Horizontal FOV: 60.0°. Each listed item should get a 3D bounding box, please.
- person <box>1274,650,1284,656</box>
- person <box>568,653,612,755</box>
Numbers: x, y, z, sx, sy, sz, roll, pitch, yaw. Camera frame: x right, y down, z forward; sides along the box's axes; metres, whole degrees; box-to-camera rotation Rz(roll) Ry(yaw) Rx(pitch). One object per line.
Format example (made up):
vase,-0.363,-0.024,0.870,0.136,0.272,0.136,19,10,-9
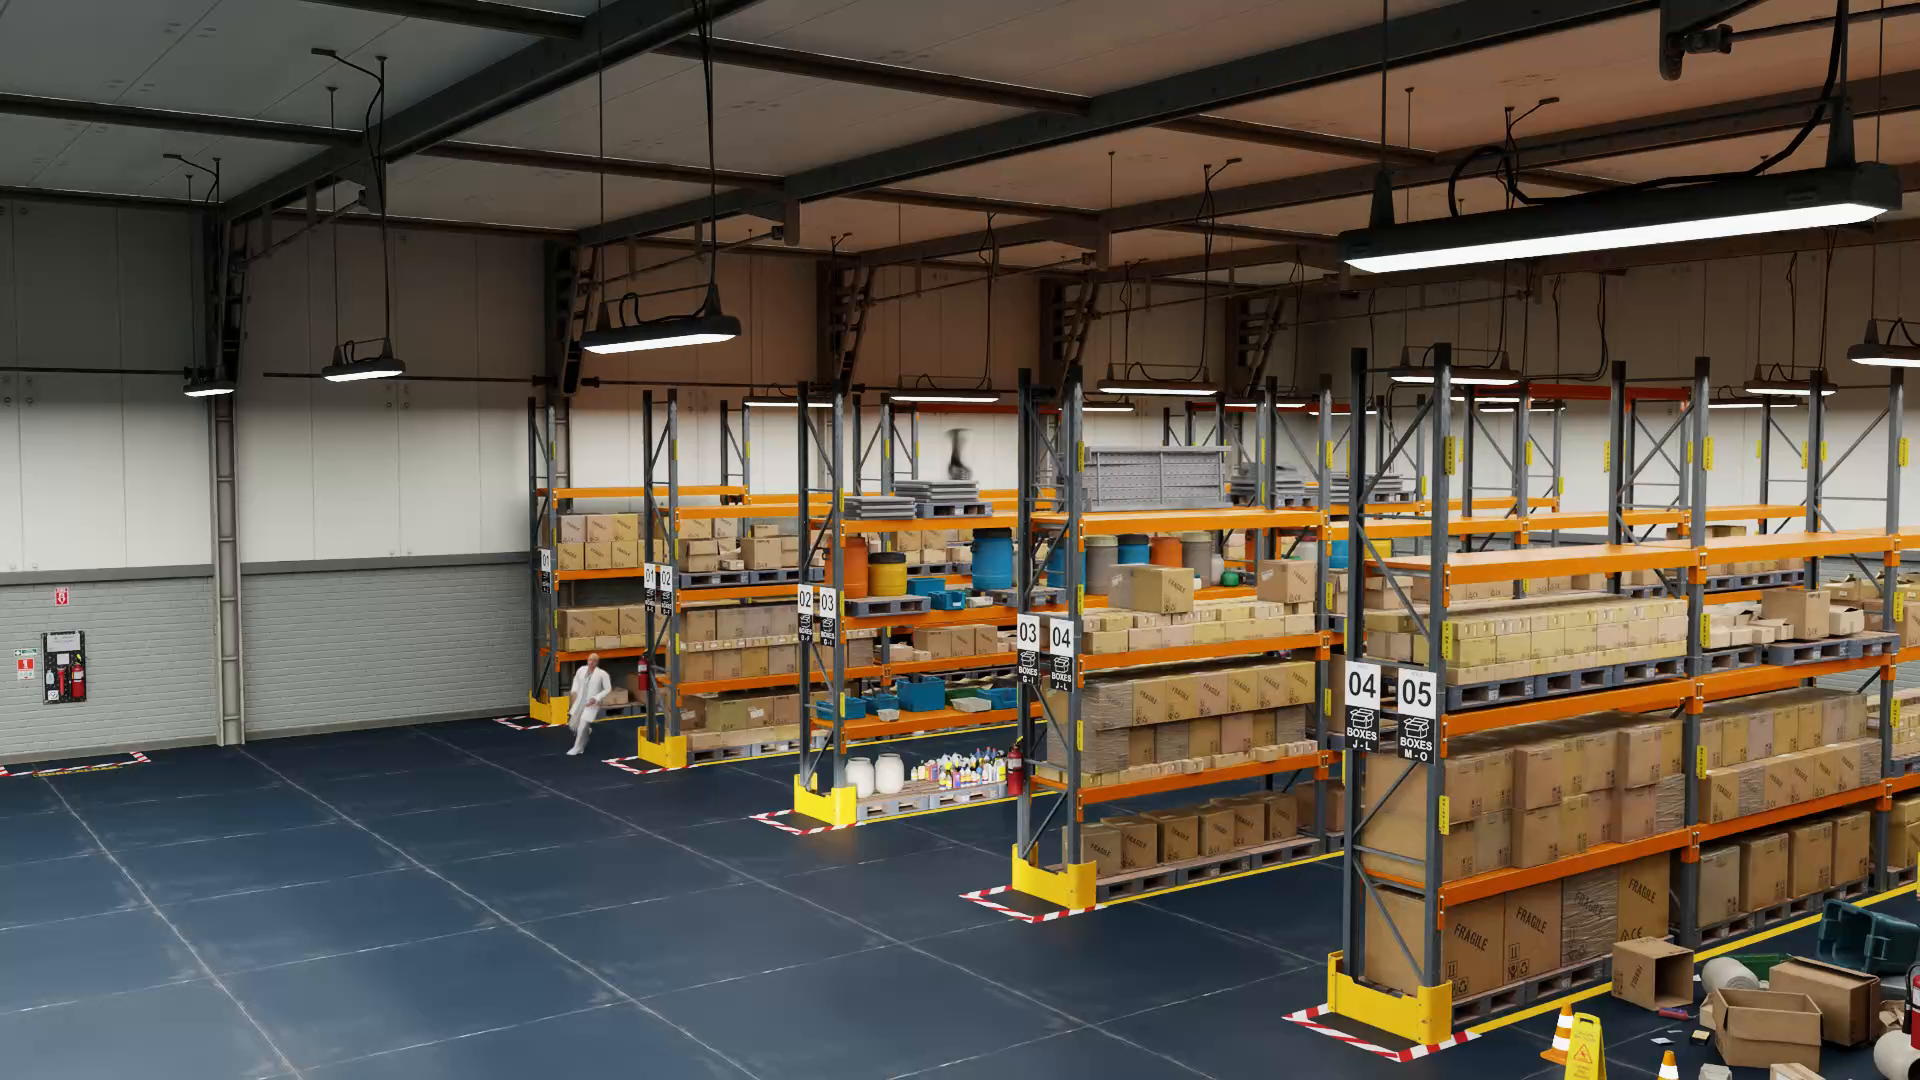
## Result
person,5.750,2.552,30.690,0.630,1.624,0.569,-2,4,-36
person,-6.090,2.702,27.484,0.774,1.696,0.648,1,4,18
